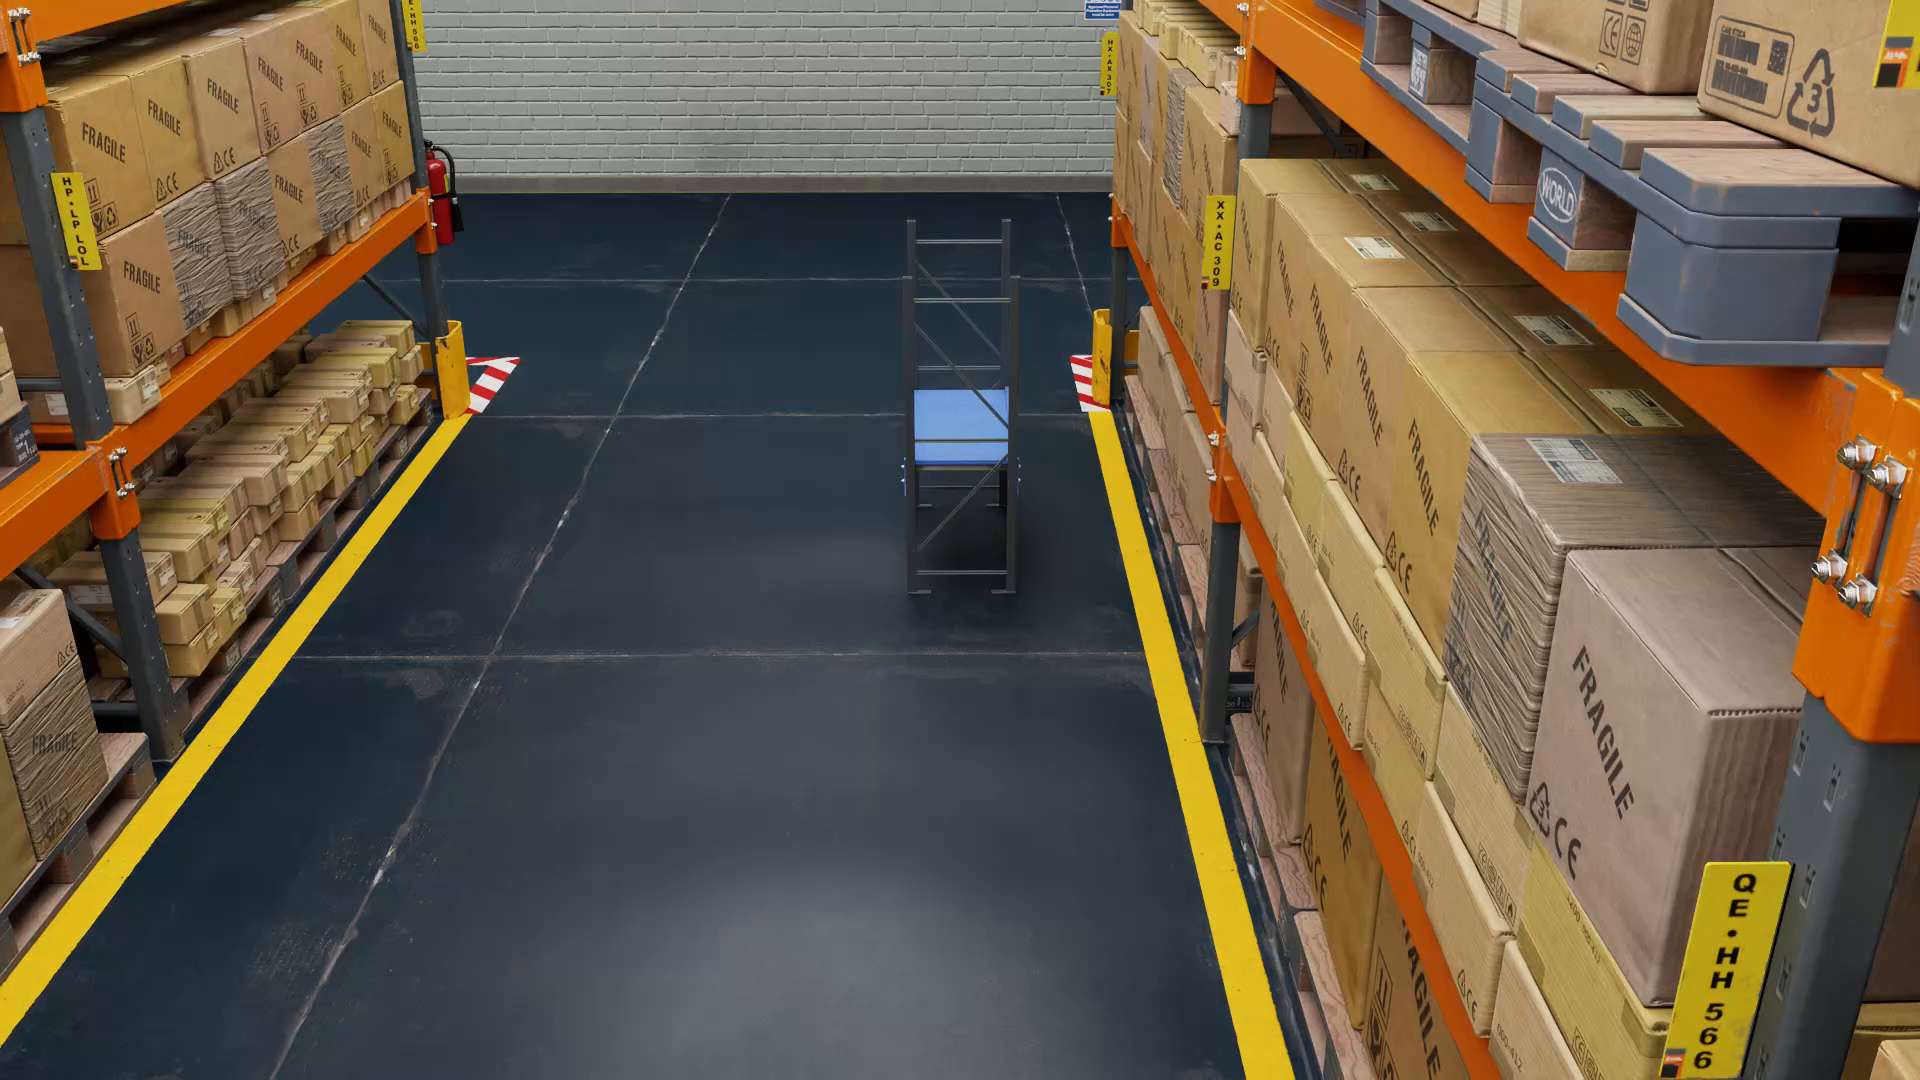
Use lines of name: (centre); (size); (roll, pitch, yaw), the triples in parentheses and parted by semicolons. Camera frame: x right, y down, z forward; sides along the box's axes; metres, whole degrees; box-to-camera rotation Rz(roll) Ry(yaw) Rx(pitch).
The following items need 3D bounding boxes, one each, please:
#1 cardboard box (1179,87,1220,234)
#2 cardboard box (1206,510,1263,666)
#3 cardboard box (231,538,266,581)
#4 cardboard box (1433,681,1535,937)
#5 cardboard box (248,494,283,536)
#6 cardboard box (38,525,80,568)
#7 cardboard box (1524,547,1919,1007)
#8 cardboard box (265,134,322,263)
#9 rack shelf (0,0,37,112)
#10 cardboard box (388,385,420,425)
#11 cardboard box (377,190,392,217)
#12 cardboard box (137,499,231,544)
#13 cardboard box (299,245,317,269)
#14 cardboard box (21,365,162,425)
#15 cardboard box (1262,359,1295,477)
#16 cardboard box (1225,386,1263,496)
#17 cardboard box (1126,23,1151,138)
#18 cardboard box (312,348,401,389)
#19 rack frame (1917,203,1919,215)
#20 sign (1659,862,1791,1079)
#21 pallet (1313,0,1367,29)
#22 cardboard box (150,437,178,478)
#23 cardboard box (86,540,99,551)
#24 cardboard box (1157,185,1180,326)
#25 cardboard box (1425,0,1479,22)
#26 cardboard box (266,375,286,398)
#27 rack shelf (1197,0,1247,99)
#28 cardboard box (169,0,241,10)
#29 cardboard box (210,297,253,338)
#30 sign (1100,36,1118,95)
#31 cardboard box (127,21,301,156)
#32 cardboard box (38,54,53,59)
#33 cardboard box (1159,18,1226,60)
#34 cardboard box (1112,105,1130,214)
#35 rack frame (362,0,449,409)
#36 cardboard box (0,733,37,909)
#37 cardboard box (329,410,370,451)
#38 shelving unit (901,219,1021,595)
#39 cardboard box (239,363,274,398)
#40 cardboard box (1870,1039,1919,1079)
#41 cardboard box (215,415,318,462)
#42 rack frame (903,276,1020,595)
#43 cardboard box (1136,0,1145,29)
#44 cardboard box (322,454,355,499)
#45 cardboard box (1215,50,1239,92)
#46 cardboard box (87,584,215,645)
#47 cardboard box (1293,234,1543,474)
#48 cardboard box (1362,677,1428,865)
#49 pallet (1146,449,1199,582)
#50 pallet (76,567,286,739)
cardboard box: (1.165, -1.498, 6.587); (0.500, 0.500, 0.500); (-1, 24, -1)
cardboard box: (1.544, 0.123, 6.939); (0.875, 0.438, 0.875); (-1, 24, -1)
cardboard box: (-3.298, 0.109, 7.318); (0.380, 0.149, 0.250); (-1, 24, -2)
cardboard box: (1.219, 0.485, 3.114); (0.500, 0.250, 0.500); (-1, 24, -2)
cardboard box: (-3.300, -0.138, 7.504); (0.380, 0.149, 0.250); (1, 24, 2)
cardboard box: (-3.812, 0.056, 6.715); (0.380, 0.149, 0.250); (0, 24, 0)
cardboard box: (1.220, 0.341, 2.522); (0.500, 0.500, 0.500); (-1, 24, -2)
cardboard box: (-3.276, -1.549, 7.553); (0.500, 0.500, 0.500); (1, 24, 2)
rack shelf: (-3.483, -0.745, 3.491); (1.077, 0.370, 4.000); (0, 24, -1)
cardboard box: (-3.230, -0.750, 9.217); (0.380, 0.149, 0.250); (0, 24, 1)
cardboard box: (-3.297, -1.829, 8.958); (0.380, 0.149, 0.250); (0, 24, -1)
cardboard box: (-3.297, -0.055, 6.959); (0.380, 0.149, 0.250); (-1, 24, -1)
cardboard box: (-3.336, -1.400, 8.010); (0.380, 0.149, 0.250); (-1, 24, -3)
cardboard box: (-3.181, -0.534, 6.096); (0.380, 0.149, 0.250); (1, 24, 1)
cardboard box: (1.200, -0.356, 4.974); (0.500, 0.250, 0.500); (0, 24, 0)
cardboard box: (1.185, -0.344, 5.552); (0.500, 0.250, 0.500); (-1, 24, -2)
cardboard box: (1.133, -2.332, 8.431); (0.500, 0.500, 0.500); (-1, 24, -2)
cardboard box: (-3.214, -0.915, 8.862); (0.380, 0.149, 0.250); (-1, 24, -2)
rack frame: (1.487, -1.680, 1.044); (1.000, 3.000, 0.127); (0, 24, -1)
sign: (0.932, 0.530, 2.033); (0.100, 0.325, 0.005); (0, 24, -1)
pallet: (1.503, -1.496, 4.511); (0.805, 0.209, 1.217); (-1, 24, -3)
cardboard box: (-3.857, -0.376, 7.670); (0.380, 0.149, 0.250); (-1, 24, -2)
cardboard box: (-3.862, 0.091, 6.997); (0.380, 0.149, 0.250); (-1, 24, -2)
cardboard box: (1.152, -1.249, 7.250); (0.500, 0.500, 0.500); (-1, 24, -1)
cardboard box: (1.178, -1.275, 3.157); (0.500, 0.500, 0.500); (0, 24, 0)
cardboard box: (-3.762, -0.776, 8.915); (0.380, 0.149, 0.250); (0, 24, 0)
rack shelf: (1.422, -2.457, 7.276); (1.077, 0.370, 4.000); (0, 24, -1)
cardboard box: (-3.797, -2.421, 8.268); (0.500, 0.500, 0.500); (0, 24, 1)
cardboard box: (-3.248, -0.966, 7.051); (0.380, 0.149, 0.250); (0, 24, 0)
sign: (0.845, -2.673, 9.374); (0.100, 0.325, 0.005); (0, 24, -1)
cardboard box: (-3.266, -1.987, 7.308); (0.500, 0.500, 0.500); (-1, 24, -2)
cardboard box: (-3.791, -1.573, 6.391); (0.500, 0.500, 0.500); (-1, 24, -2)
cardboard box: (1.102, -2.253, 7.469); (0.380, 0.149, 0.250); (-1, 24, -2)
cardboard box: (1.118, -2.089, 9.108); (0.500, 0.500, 0.500); (0, 24, -1)
rack frame: (-3.549, -2.179, 9.427); (1.000, 3.000, 0.127); (0, 24, -1)
cardboard box: (-3.240, 0.932, 5.072); (0.500, 0.500, 0.500); (-1, 24, -2)
cardboard box: (-3.231, -0.563, 8.444); (0.380, 0.149, 0.250); (0, 24, 0)
shelving unit: (0.001, -0.648, 7.863); (0.538, 1.500, 1.048); (0, 24, -1)
cardboard box: (-3.799, -0.805, 8.619); (0.380, 0.149, 0.250); (-1, 24, -3)
cardboard box: (1.261, 0.868, 1.699); (0.500, 0.500, 0.500); (-1, 24, -2)
cardboard box: (-3.293, -0.481, 7.901); (0.380, 0.149, 0.250); (0, 24, 0)
rack frame: (0.006, -0.439, 7.400); (0.500, 1.500, 0.032); (0, 24, -1)
cardboard box: (1.089, -2.676, 8.406); (0.380, 0.149, 0.250); (0, 24, 1)
cardboard box: (-3.249, -0.321, 8.270); (0.380, 0.149, 0.250); (0, 24, 0)
cardboard box: (1.214, -1.833, 6.540); (0.380, 0.149, 0.250); (0, 24, -1)
cardboard box: (-3.189, 0.291, 6.556); (0.380, 0.149, 0.250); (1, 24, 2)
cardboard box: (1.197, -0.497, 4.373); (0.500, 0.500, 0.500); (-1, 24, -2)
cardboard box: (1.212, 0.497, 3.693); (0.500, 0.250, 0.500); (0, 24, -1)
pallet: (1.497, -0.141, 8.307); (1.003, 0.211, 1.213); (0, 24, -1)
pallet: (-3.548, 0.464, 6.969); (1.003, 0.211, 1.213); (0, 24, -1)
